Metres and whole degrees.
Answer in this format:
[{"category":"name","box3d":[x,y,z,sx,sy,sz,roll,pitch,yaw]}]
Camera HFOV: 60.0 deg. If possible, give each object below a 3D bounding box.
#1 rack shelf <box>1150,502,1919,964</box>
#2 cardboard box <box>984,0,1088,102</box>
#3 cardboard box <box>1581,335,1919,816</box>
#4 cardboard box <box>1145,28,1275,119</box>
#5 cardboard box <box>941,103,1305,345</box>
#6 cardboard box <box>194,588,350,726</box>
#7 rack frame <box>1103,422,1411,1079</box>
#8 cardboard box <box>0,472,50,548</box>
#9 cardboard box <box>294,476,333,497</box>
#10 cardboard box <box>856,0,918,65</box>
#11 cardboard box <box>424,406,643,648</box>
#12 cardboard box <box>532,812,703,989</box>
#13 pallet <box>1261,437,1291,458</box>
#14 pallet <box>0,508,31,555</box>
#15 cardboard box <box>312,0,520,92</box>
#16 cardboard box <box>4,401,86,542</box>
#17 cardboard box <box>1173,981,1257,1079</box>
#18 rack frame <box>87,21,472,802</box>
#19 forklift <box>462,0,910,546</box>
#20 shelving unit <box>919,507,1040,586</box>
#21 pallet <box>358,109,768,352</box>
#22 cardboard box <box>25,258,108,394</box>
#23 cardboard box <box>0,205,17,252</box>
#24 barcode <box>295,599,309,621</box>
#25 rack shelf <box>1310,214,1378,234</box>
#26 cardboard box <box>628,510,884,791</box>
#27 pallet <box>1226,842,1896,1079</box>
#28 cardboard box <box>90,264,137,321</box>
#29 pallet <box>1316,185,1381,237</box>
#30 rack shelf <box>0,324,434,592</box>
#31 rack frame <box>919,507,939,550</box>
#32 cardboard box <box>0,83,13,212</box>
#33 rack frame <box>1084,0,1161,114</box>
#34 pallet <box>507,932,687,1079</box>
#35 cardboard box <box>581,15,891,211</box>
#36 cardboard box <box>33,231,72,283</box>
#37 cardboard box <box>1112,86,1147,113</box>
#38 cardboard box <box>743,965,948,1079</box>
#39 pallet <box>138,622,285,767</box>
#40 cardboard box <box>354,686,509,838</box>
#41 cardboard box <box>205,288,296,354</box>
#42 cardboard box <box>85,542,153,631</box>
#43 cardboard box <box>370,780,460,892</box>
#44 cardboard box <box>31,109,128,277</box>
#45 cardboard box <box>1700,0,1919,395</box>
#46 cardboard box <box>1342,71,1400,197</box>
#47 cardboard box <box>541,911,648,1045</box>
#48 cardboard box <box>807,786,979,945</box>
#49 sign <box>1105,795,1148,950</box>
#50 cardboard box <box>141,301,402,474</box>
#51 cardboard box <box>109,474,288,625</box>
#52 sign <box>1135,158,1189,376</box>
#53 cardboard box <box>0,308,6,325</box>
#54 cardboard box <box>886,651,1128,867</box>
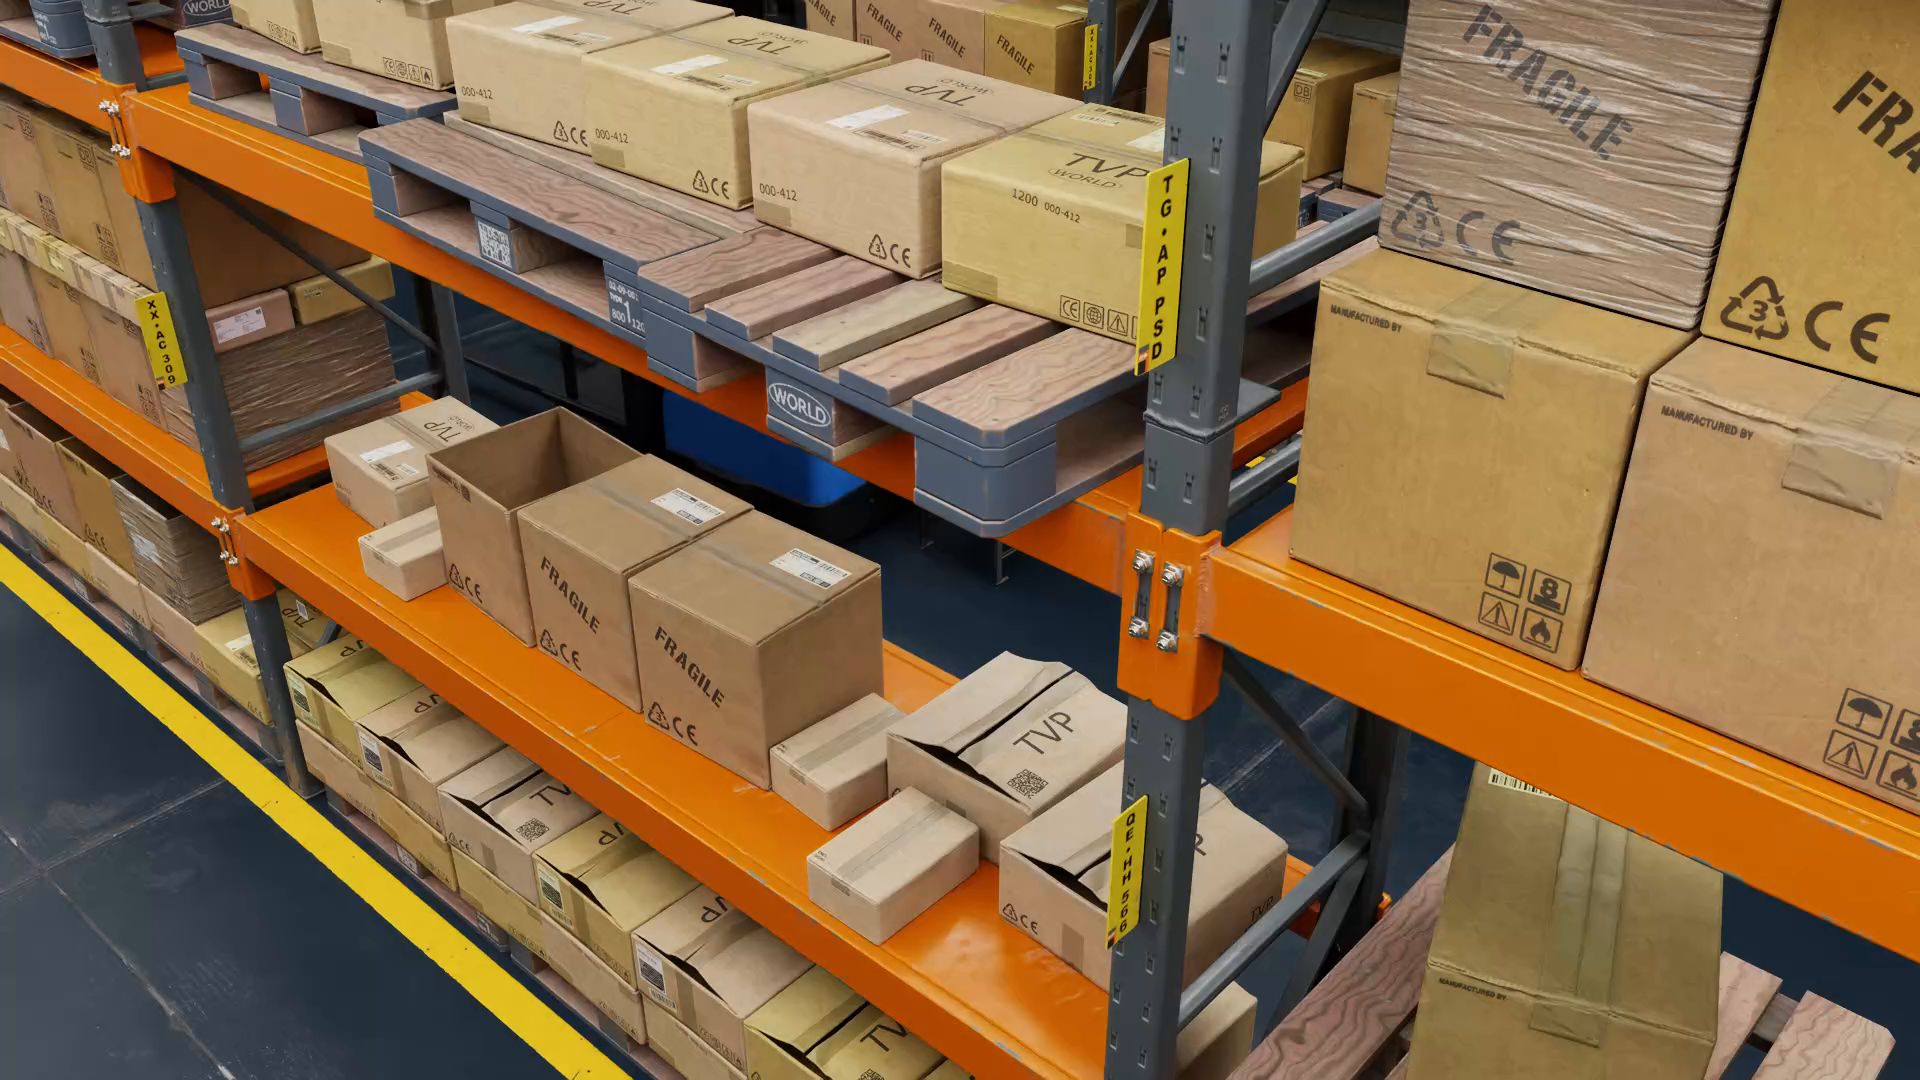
[{"category":"rack shelf","box3d":[2.169,0.633,2.079,4.000,0.370,1.077,25,39,35]},{"category":"cardboard box","box3d":[0.484,-2.673,9.181,0.500,0.500,0.500,25,39,35]},{"category":"cardboard box","box3d":[1.410,-0.095,2.495,0.500,0.500,0.910,25,39,35]},{"category":"cardboard box","box3d":[1.396,-2.404,8.812,0.500,0.500,0.700,25,39,35]},{"category":"cardboard box","box3d":[0.312,-0.618,3.199,0.500,0.250,0.500,22,37,32]},{"category":"cardboard box","box3d":[-2.770,0.455,6.845,0.500,0.250,0.500,25,39,35]},{"category":"rack frame","box3d":[0.686,0.918,3.817,0.127,3.000,1.000,25,39,35]},{"category":"cardboard box","box3d":[-4.253,-0.237,7.994,0.500,0.250,0.500,25,39,35]},{"category":"cardboard box","box3d":[-2.413,-0.070,6.989,0.500,0.500,0.500,25,39,35]},{"category":"cardboard box","box3d":[-0.256,-3.022,9.760,0.500,0.500,0.500,24,38,34]},{"category":"cardboard box","box3d":[-1.331,-0.055,5.336,0.500,0.500,0.500,-26,40,-36]},{"category":"cardboard box","box3d":[-1.000,1.061,5.294,0.500,0.311,0.500,26,40,36]},{"category":"pallet","box3d":[1.620,-0.898,9.538,1.213,0.211,1.003,25,39,35]},{"category":"pallet","box3d":[-4.650,-0.408,8.722,1.213,0.211,1.003,25,39,35]},{"category":"cardboard box","box3d":[-1.420,-1.461,4.599,0.500,0.250,0.500,21,37,31]},{"category":"cardboard box","box3d":[-3.887,-0.383,7.510,0.500,0.500,0.500,25,39,35]},{"category":"cardboard box","box3d":[0.495,1.382,4.761,0.500,0.311,0.500,27,40,37]},{"category":"rack frame","box3d":[-2.280,-0.466,6.116,0.127,3.000,1.000,25,39,35]},{"category":"forklift","box3d":[-1.536,-1.818,8.427,3.031,2.935,1.130,22,37,32]},{"category":"shelving unit","box3d":[0.123,-0.842,7.613,0.503,2.100,0.431,25,39,35]},{"category":"pallet","box3d":[-0.708,-0.873,4.066,1.213,0.211,1.003,27,40,37]},{"category":"cardboard box","box3d":[-3.378,-1.016,6.932,0.500,0.500,0.700,26,39,36]},{"category":"cardboard box","box3d":[-3.764,-1.330,6.825,0.250,0.149,0.380,27,40,37]},{"category":"barcode","box3d":[-2.370,0.252,5.989,0.075,0.075,0.001,25,39,35]},{"category":"rack shelf","box3d":[2.524,-1.362,8.301,4.000,0.370,1.077,25,39,35]},{"category":"cardboard box","box3d":[-0.569,0.301,4.745,0.500,0.500,0.500,23,38,33]},{"category":"pallet","box3d":[1.236,1.208,3.521,1.003,0.211,1.213,25,39,35]},{"category":"cardboard box","box3d":[-3.003,-0.975,6.236,0.250,0.149,0.380,24,38,34]},{"category":"pallet","box3d":[2.512,-1.565,8.127,1.213,0.211,1.003,25,39,35]},{"category":"rack shelf","box3d":[-3.763,-0.850,7.452,4.000,0.370,1.077,25,39,35]},{"category":"rack frame","box3d":[-0.058,-0.927,7.754,0.015,2.100,0.400,25,39,35]},{"category":"cardboard box","box3d":[-3.729,-1.737,6.873,0.500,0.500,0.700,25,39,35]},{"category":"rack frame","box3d":[1.042,-2.362,9.265,0.127,3.000,1.000,25,39,35]},{"category":"pallet","box3d":[-0.798,1.390,5.736,1.213,0.211,1.003,25,39,35]},{"category":"cardboard box","box3d":[-0.505,-0.995,3.825,0.500,0.250,0.500,24,39,34]},{"category":"cardboard box","box3d":[-3.378,-1.152,6.530,0.250,0.149,0.380,25,39,35]},{"category":"cardboard box","box3d":[0.837,-2.551,9.705,0.500,0.250,0.500,26,39,36]},{"category":"cardboard box","box3d":[-0.257,1.411,4.712,0.500,0.311,0.500,24,39,34]},{"category":"pallet","box3d":[-2.841,0.437,7.319,1.213,0.211,1.003,25,39,35]},{"category":"cardboard box","box3d":[-1.773,0.705,5.886,0.500,0.311,0.500,25,39,35]},{"category":"cardboard box","box3d":[-2.625,-0.799,5.944,0.250,0.149,0.380,25,39,35]},{"category":"cardboard box","box3d":[-3.515,0.111,7.417,0.500,0.250,0.500,25,39,35]},{"category":"cardboard box","box3d":[-1.769,0.943,6.033,0.500,0.250,0.500,26,40,36]},{"category":"cardboard box","box3d":[-2.988,-1.391,6.297,0.500,0.500,0.700,25,39,35]},{"category":"cardboard box","box3d":[1.383,-0.508,2.212,0.500,0.500,0.500,25,39,35]},{"category":"cardboard box","box3d":[2.315,-1.992,8.127,0.700,0.500,0.500,-23,38,-33]},{"category":"cardboard box","box3d":[-1.006,1.298,5.444,0.500,0.250,0.500,26,40,36]},{"category":"cardboard box","box3d":[-0.166,0.820,4.223,0.250,0.149,0.380,25,39,35]},{"category":"sign","box3d":[0.316,0.635,3.164,0.005,0.325,0.100,25,39,35]},{"category":"cardboard box","box3d":[-2.613,-0.660,6.342,0.500,0.500,0.700,24,38,34]},{"category":"cardboard box","box3d":[-3.133,-0.044,6.946,0.500,0.500,0.500,25,39,35]},{"category":"sign","box3d":[0.308,-0.413,2.542,0.005,0.325,0.100,25,39,35]},{"category":"cardboard box","box3d":[-4.151,-1.373,7.526,0.500,0.500,0.700,25,39,35]},{"category":"cardboard box","box3d":[0.153,0.573,4.477,0.500,0.311,0.500,25,39,35]}]
